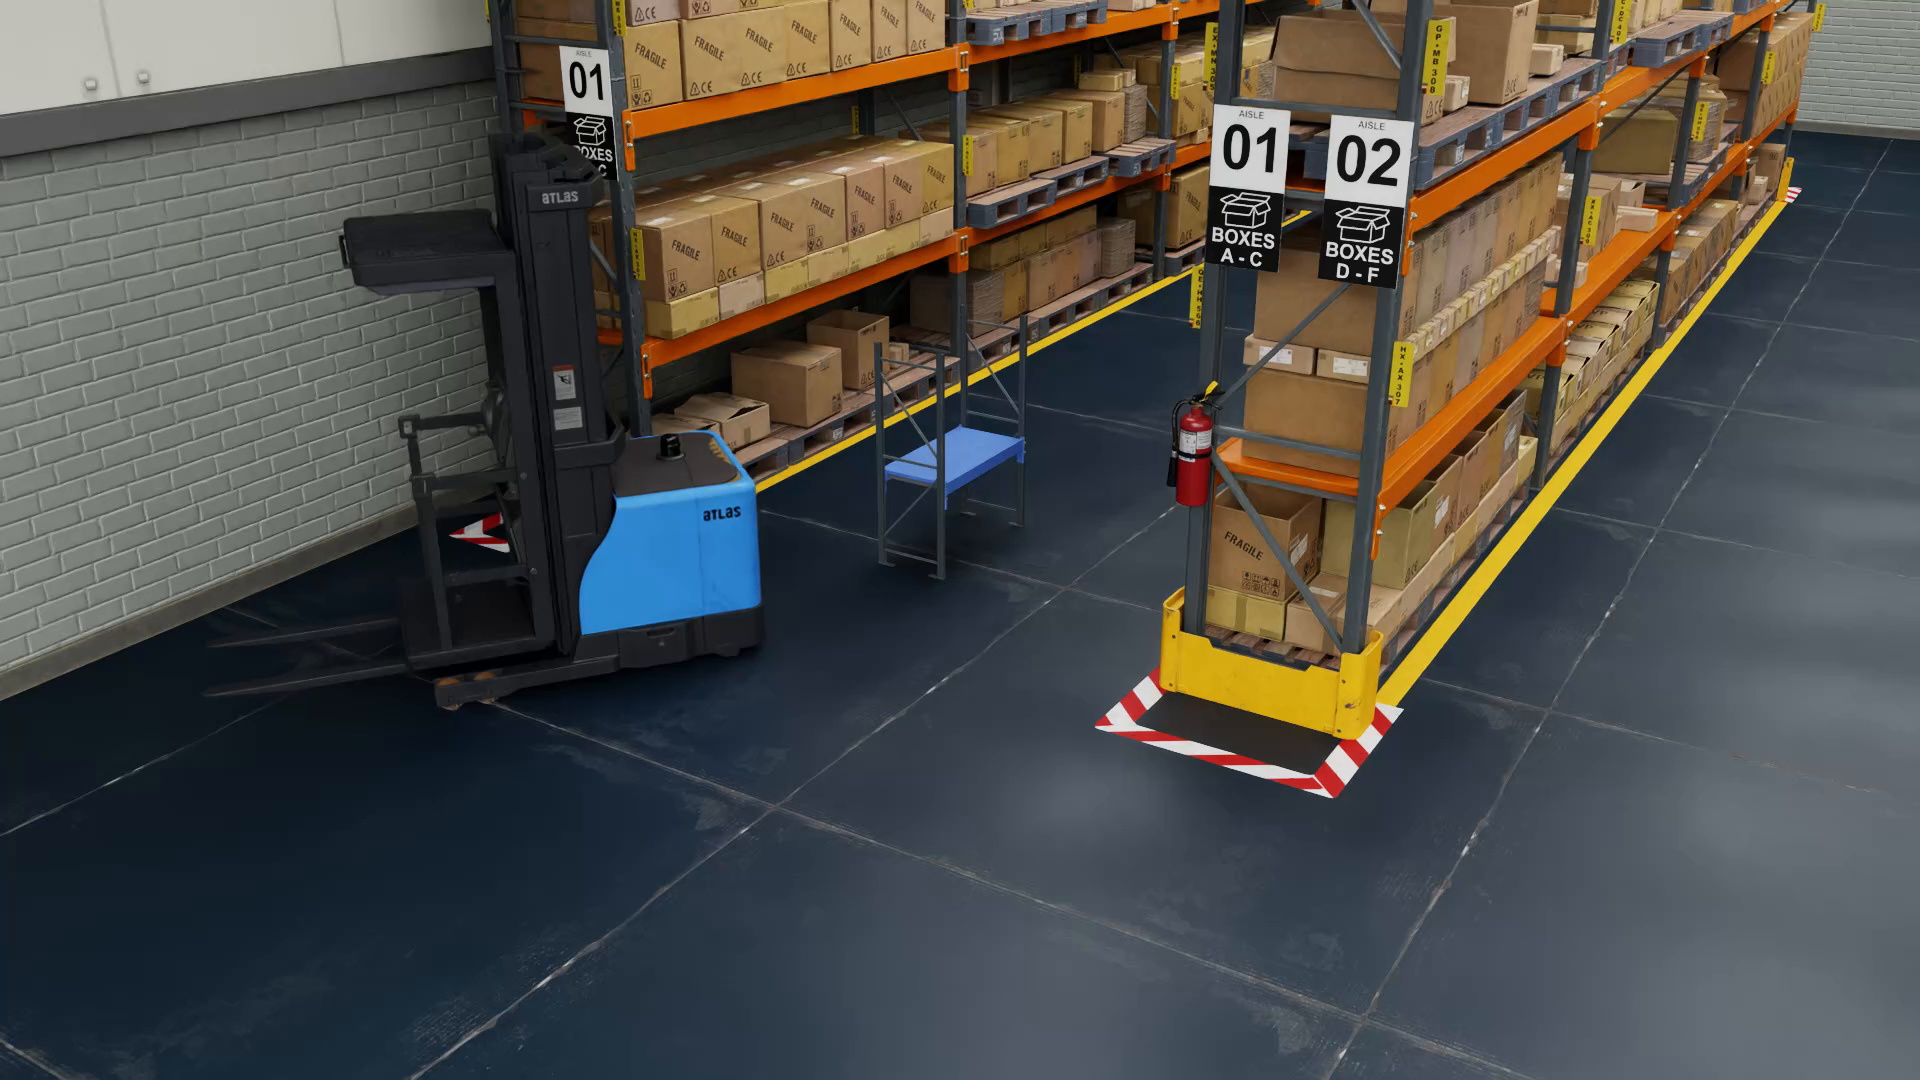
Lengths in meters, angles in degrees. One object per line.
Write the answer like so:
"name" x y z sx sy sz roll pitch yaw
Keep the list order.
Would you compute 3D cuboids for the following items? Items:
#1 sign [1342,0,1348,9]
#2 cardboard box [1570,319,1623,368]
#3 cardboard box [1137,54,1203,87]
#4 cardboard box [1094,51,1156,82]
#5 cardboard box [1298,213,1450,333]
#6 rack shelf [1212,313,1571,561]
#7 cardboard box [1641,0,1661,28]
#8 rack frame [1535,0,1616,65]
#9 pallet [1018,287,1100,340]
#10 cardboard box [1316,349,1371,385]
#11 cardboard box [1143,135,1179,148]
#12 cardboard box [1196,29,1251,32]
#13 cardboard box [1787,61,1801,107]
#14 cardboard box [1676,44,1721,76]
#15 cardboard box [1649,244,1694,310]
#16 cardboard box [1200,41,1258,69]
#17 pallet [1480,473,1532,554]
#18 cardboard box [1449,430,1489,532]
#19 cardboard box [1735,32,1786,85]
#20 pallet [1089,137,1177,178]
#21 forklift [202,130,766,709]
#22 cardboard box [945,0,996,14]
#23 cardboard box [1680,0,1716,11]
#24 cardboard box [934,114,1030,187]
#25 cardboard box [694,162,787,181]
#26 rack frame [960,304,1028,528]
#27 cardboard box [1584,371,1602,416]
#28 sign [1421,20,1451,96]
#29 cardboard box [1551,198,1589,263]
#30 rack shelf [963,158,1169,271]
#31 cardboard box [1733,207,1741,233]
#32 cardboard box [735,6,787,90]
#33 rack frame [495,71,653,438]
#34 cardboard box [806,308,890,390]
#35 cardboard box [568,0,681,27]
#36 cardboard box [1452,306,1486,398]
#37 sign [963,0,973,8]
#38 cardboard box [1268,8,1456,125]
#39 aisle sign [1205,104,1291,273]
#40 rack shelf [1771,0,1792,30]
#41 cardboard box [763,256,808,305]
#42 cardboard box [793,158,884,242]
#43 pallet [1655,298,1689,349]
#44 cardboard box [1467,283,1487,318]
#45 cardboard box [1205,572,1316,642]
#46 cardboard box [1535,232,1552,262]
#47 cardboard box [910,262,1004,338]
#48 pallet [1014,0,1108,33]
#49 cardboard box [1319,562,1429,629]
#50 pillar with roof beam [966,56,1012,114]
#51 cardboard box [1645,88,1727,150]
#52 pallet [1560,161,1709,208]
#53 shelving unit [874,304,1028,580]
"sign" 5.457 -7.485 23.576 0.100 0.325 0.005 14 27 29
"cardboard box" 5.046 -1.641 13.492 0.500 0.311 0.500 15 27 30
"cardboard box" 2.180 -4.878 17.273 0.500 0.250 0.500 15 27 30
"cardboard box" 1.725 -4.976 17.500 0.500 0.250 0.500 15 27 30
"cardboard box" 2.254 -1.489 9.155 0.700 0.500 0.500 13 27 28
"rack shelf" 2.751 -0.841 10.323 1.077 0.370 4.000 14 27 29
"cardboard box" 5.152 -4.160 12.969 0.500 0.250 0.500 13 27 28
"rack frame" 3.806 -4.599 10.547 1.000 3.000 0.127 14 27 29
"pallet" 0.648 -2.280 16.251 1.003 0.211 1.213 14 27 29
"cardboard box" 2.086 -0.927 8.674 0.380 0.149 0.250 14 27 29
"cardboard box" 2.076 -4.190 17.443 0.380 0.149 0.250 13 27 28
"cardboard box" 3.081 -5.840 19.496 0.500 0.250 0.500 14 27 30
"cardboard box" 9.860 -5.558 20.188 0.500 0.500 0.500 14 27 29
"cardboard box" 8.073 -5.276 18.277 0.500 0.500 0.500 14 27 29
"cardboard box" 6.670 -2.523 15.894 0.500 0.500 0.500 13 27 27
"cardboard box" 2.972 -5.393 18.462 0.500 0.250 0.500 13 27 28
"pallet" 3.351 -0.307 11.694 1.003 0.211 1.213 14 27 29
"cardboard box" 2.962 -0.411 10.413 0.500 0.500 0.500 14 27 29
"cardboard box" 8.785 -5.325 18.392 0.500 0.500 0.500 13 27 27
"pallet" 1.420 -3.882 16.684 1.213 0.211 1.003 14 27 29
"forklift" -2.708 -0.655 9.075 3.031 2.935 1.130 -9 25 -19
"cardboard box" -0.048 -4.666 13.823 0.500 0.500 0.500 18 30 36
"cardboard box" 6.118 -4.773 14.599 0.910 0.500 0.500 14 27 29
"cardboard box" 0.194 -3.483 14.840 0.700 0.500 0.500 17 29 34
"cardboard box" -1.638 -2.534 12.548 0.500 0.500 0.500 14 27 30
"rack frame" 0.223 -0.831 11.282 0.500 1.500 0.032 14 27 29
"cardboard box" 4.771 -1.209 13.200 0.500 0.250 0.500 13 27 27
"sign" 2.165 -2.192 7.562 0.100 0.325 0.005 14 27 29
"cardboard box" 4.503 -2.326 12.721 0.500 0.500 0.500 16 28 33
"rack shelf" 0.651 -3.228 15.837 1.077 0.370 4.000 14 27 29
"cardboard box" 8.431 -3.611 18.646 0.500 0.311 0.500 14 27 29
"cardboard box" -1.541 -3.375 11.344 0.500 0.500 0.500 15 28 31
"rack frame" -2.514 -1.533 11.016 1.000 3.000 0.127 14 27 29
"cardboard box" -0.918 -1.579 13.715 0.500 0.500 0.500 12 26 25
"cardboard box" -2.105 -3.503 10.380 0.500 0.500 0.500 12 26 25
"cardboard box" 2.768 -1.220 10.167 0.700 0.500 0.500 15 27 31
"sign" 0.061 -4.386 13.179 0.100 0.325 0.005 14 27 29
"cardboard box" 2.003 -2.370 8.339 0.797 0.503 0.637 16 28 33
"aisle sign" 1.412 -1.729 8.195 0.394 0.787 0.004 14 27 29
"rack shelf" 9.081 -6.268 19.083 1.077 0.370 4.000 14 27 29
"cardboard box" -1.451 -1.921 12.074 0.500 0.250 0.500 13 27 28
"cardboard box" -0.924 -2.606 12.714 0.500 0.500 0.500 13 27 27
"pallet" 6.342 -2.161 15.976 1.003 0.211 1.213 14 27 29
"cardboard box" 2.898 -1.446 9.872 0.380 0.149 0.250 14 27 29
"cardboard box" 1.728 0.330 9.645 0.500 0.250 0.500 14 27 29
"cardboard box" 3.713 -1.970 11.083 0.380 0.149 0.250 13 27 28
"cardboard box" -0.030 -2.190 15.125 0.700 0.500 0.500 15 28 31
"pallet" 0.556 -4.710 14.816 1.213 0.211 1.003 14 27 29
"cardboard box" 2.429 0.269 9.786 0.500 0.250 0.500 14 27 29
"pillar with roof beam" 3.943 -5.827 13.382 9.100 9.000 0.400 14 27 29
"cardboard box" 7.147 -4.176 16.466 0.700 0.500 0.500 7 24 16
"pallet" 6.214 -3.352 15.458 1.213 0.211 1.003 14 27 29
"shelving unit" -0.045 -0.659 10.886 0.538 1.500 1.048 14 27 29
